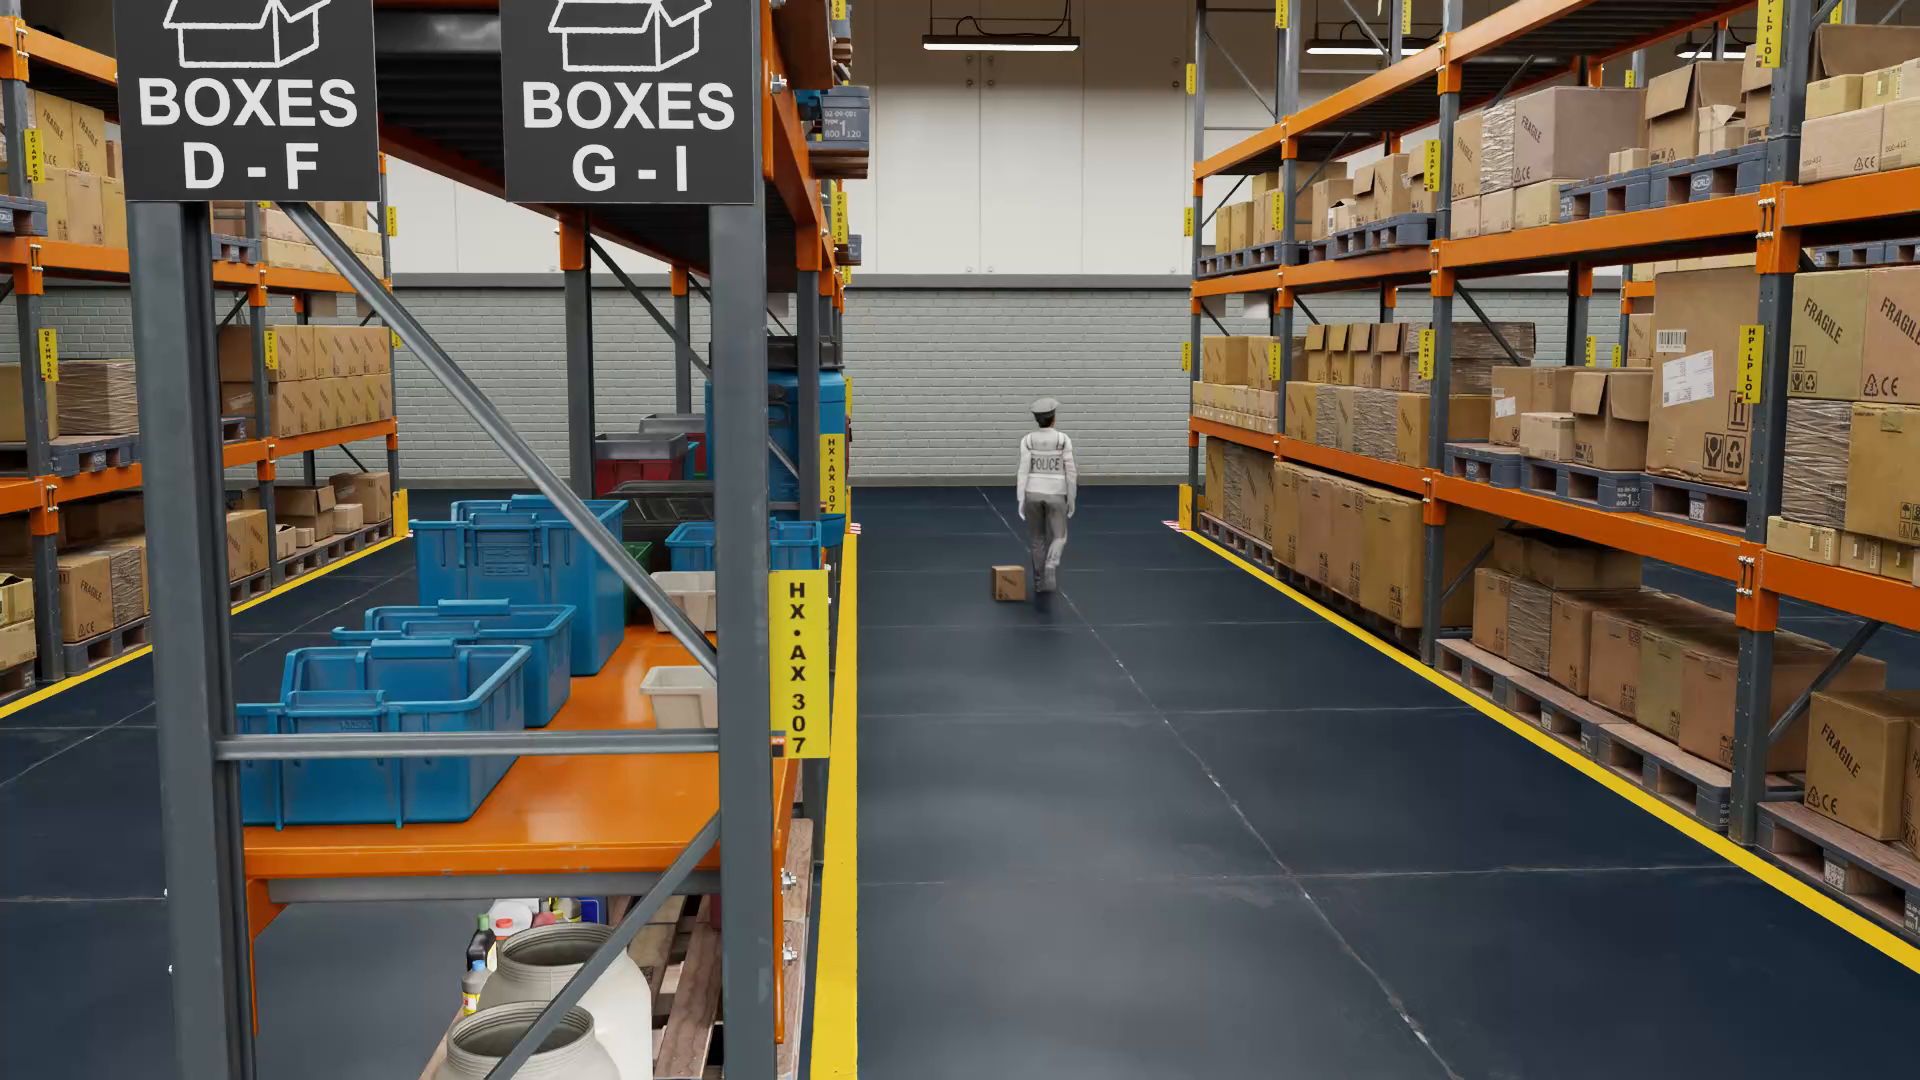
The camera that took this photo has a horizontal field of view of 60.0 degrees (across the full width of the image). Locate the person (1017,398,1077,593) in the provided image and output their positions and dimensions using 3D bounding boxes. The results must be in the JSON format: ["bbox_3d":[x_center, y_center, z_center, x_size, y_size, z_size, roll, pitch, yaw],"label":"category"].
[{"bbox_3d":[0.727,-0.362,13.972,0.501,1.656,0.746,1,7,10],"label":"person"}]
